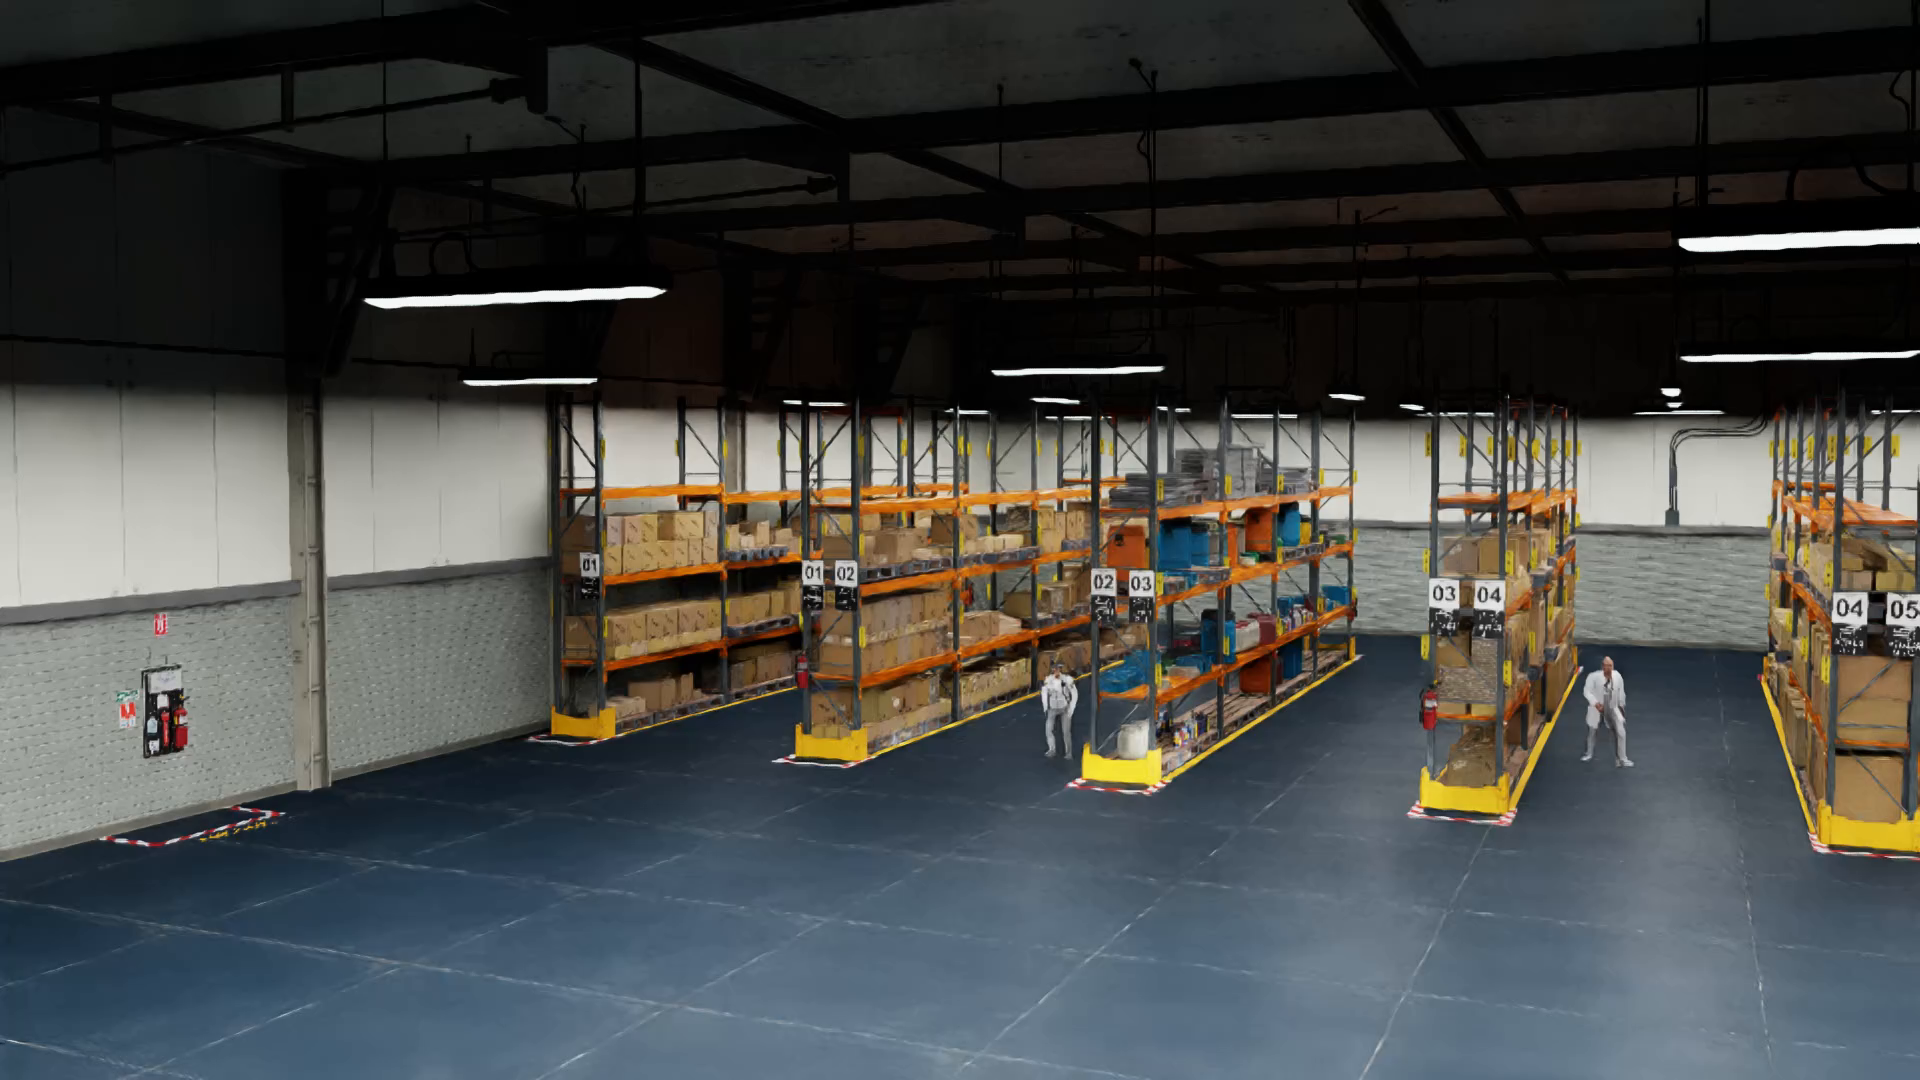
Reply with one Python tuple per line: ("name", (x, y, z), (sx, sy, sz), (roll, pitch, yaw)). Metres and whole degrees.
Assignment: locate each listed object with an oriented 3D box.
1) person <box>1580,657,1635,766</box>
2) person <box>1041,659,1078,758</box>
("person", (10.187, 2.684, 26.272), (0.735, 1.715, 0.896), (0, 3, 7))
("person", (1.587, 2.713, 26.838), (0.601, 1.627, 0.508), (1, 3, 23))
